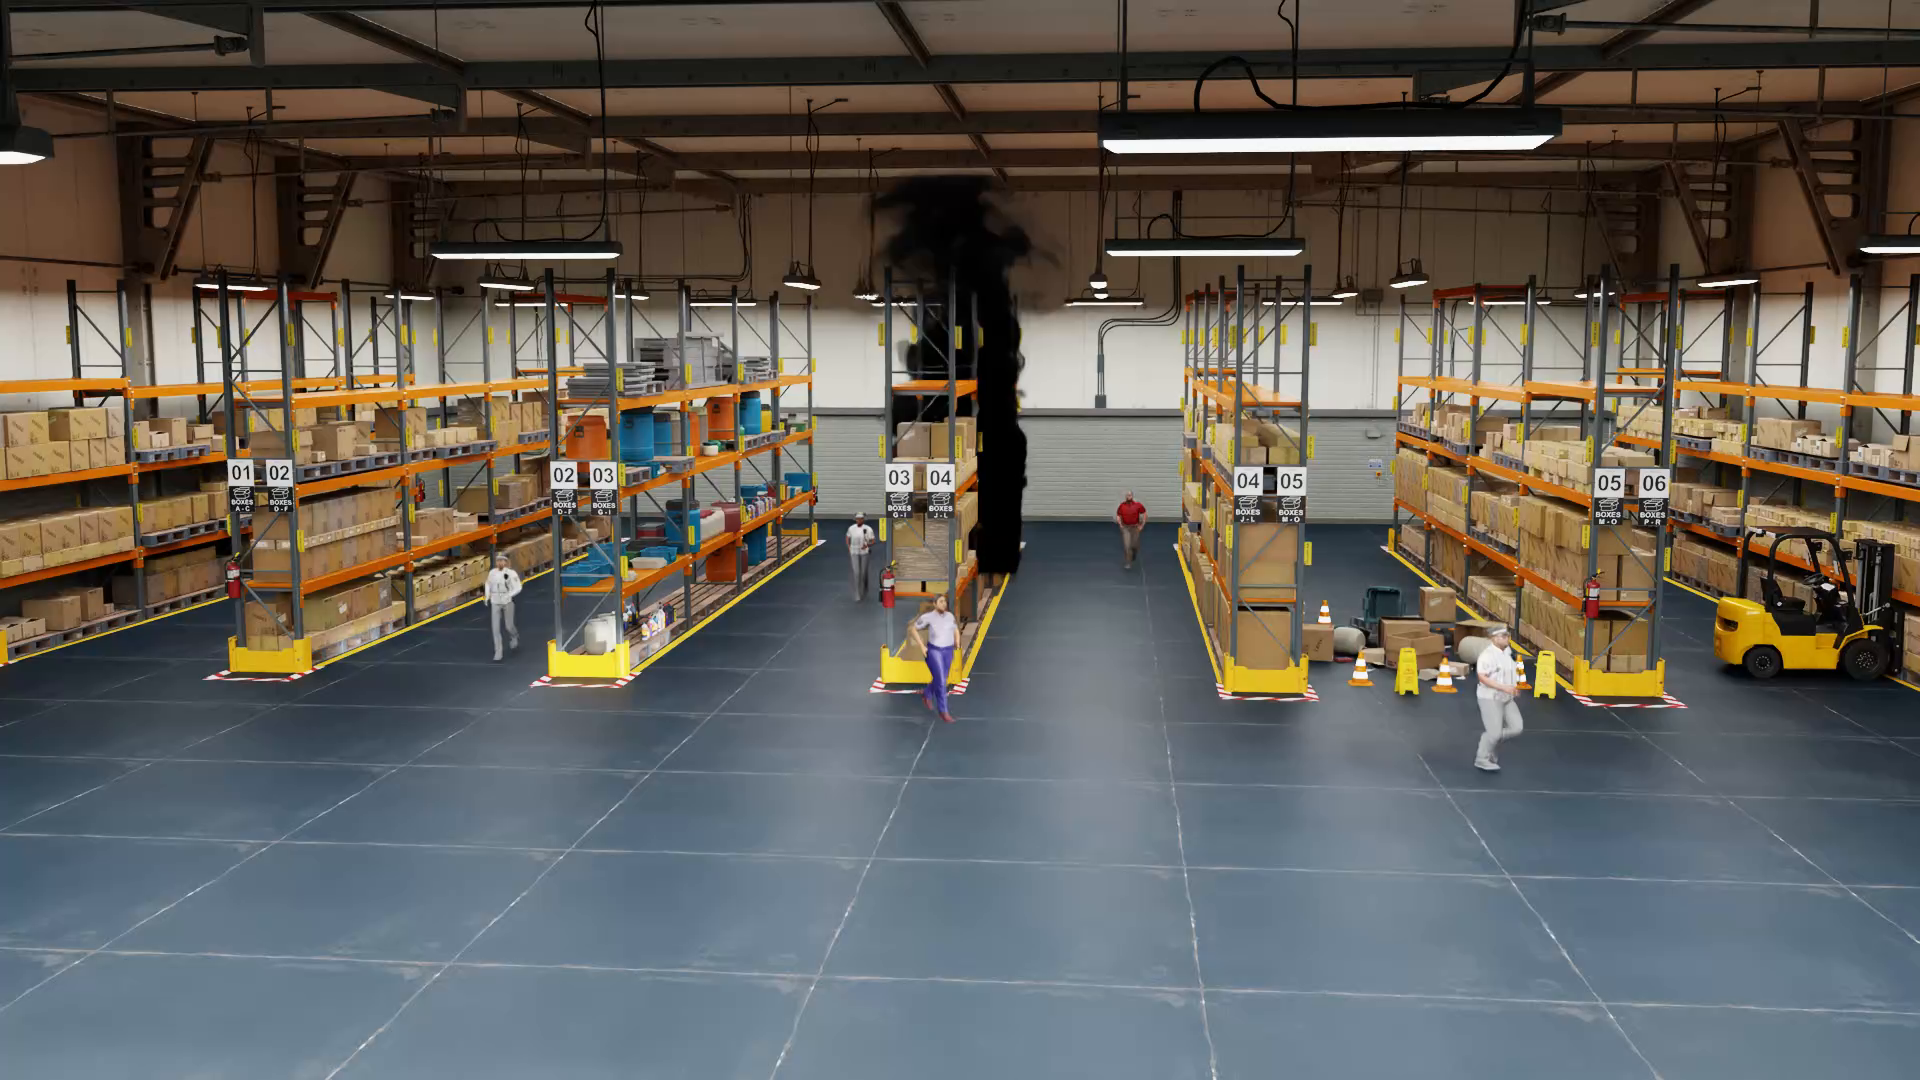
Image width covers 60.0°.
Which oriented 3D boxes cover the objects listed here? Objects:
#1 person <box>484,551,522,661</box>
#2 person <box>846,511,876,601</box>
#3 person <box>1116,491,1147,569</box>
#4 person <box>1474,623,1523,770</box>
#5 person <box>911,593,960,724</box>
[{"bbox_3d":[-7.175,1.001,26.087,0.642,1.667,0.857,0,7,1],"label":"person"},{"bbox_3d":[-1.928,0.283,31.932,0.561,1.694,0.816,0,7,1],"label":"person"},{"bbox_3d":[3.731,-0.228,36.231,0.675,1.699,0.644,2,7,13],"label":"person"},{"bbox_3d":[6.253,1.806,19.182,0.706,1.735,0.608,-5,9,-37],"label":"person"},{"bbox_3d":[-0.294,1.531,21.953,0.616,1.672,0.858,-5,9,-38],"label":"person"}]
